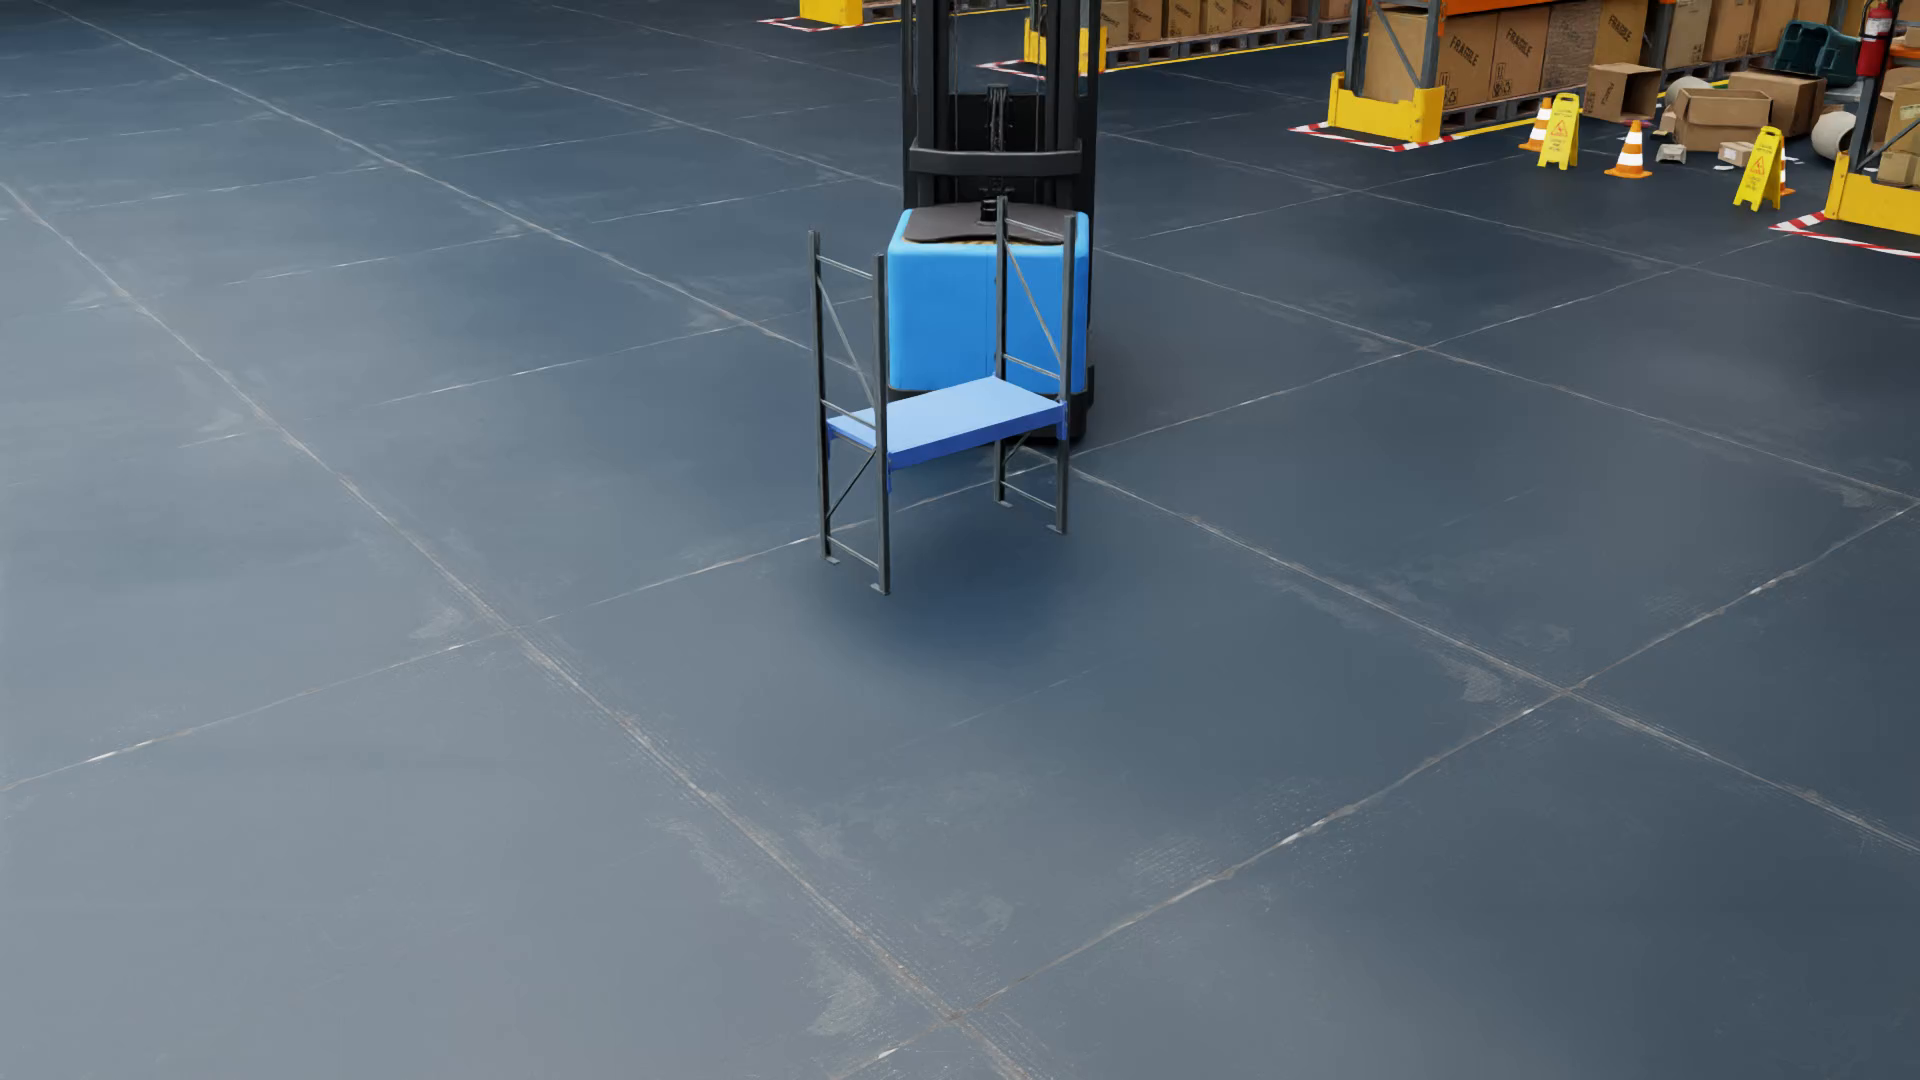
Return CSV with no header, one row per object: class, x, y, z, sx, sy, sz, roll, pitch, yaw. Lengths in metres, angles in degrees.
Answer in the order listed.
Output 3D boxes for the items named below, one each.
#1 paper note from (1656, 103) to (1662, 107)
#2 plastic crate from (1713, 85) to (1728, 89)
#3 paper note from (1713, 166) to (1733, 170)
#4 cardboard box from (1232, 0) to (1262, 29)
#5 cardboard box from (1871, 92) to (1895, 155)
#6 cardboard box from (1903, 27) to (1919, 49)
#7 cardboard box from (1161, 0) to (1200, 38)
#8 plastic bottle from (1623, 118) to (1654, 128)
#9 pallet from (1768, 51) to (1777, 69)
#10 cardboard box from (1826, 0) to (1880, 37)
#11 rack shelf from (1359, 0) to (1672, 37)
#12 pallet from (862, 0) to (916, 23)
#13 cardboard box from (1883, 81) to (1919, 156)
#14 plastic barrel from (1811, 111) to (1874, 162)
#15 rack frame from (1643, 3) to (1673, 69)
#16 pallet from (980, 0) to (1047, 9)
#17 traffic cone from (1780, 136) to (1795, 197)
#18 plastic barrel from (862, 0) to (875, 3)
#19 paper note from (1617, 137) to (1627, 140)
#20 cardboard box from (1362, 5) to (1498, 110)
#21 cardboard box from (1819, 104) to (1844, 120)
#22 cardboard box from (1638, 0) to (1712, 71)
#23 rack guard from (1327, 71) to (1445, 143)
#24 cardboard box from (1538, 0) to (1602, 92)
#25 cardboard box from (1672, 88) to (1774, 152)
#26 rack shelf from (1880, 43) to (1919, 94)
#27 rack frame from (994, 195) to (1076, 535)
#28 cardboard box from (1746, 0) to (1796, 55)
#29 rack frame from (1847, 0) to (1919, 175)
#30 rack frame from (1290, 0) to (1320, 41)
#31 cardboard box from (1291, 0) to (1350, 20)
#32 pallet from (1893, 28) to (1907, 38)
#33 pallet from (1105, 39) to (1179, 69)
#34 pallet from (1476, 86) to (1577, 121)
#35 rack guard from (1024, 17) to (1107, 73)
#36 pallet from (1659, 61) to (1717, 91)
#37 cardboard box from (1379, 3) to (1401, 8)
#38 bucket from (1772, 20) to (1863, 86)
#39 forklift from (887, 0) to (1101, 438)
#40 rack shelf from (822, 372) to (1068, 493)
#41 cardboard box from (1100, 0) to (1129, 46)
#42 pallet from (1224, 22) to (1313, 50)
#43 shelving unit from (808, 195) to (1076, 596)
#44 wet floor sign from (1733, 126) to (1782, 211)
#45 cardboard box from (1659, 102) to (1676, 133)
paper note,7.354,-4.607,17.605,0.147,0.020,0.142,5,25,11
plastic crate,7.996,-4.700,17.550,0.662,0.188,0.450,-3,15,-7
paper note,6.826,-3.334,14.862,0.148,0.019,0.142,15,29,29
cardboard box,3.558,-6.912,21.516,0.500,0.500,0.500,-9,26,-18
cardboard box,8.775,-3.854,15.423,0.500,0.500,0.500,1,25,2
cardboard box,7.473,-3.830,12.702,0.250,0.149,0.380,-17,30,-32
cardboard box,2.651,-6.595,20.832,0.500,0.500,0.500,-15,29,-29
plastic bottle,6.785,-4.156,16.598,0.283,0.061,0.133,15,29,29
pallet,9.805,-6.023,20.441,1.213,0.211,1.003,-18,31,-34
cardboard box,11.186,-6.623,20.893,0.500,0.500,0.500,-20,31,-36
rack shelf,5.750,-5.582,17.035,4.000,0.370,1.077,-18,31,-34
pallet,-1.188,-7.679,24.010,1.213,0.211,1.003,-18,31,-34
cardboard box,7.780,-3.354,13.254,0.500,0.500,0.500,-18,30,-34
plastic barrel,8.002,-3.645,15.066,0.421,0.421,0.512,1,25,2
rack frame,7.324,-6.428,18.003,0.127,3.000,1.000,-18,31,-34
pallet,0.733,-8.313,25.376,1.213,0.211,1.003,-18,31,-34
traffic cone,6.853,-3.164,13.983,0.334,0.463,0.336,-18,31,-34
plastic barrel,-1.390,-7.958,23.755,0.421,0.512,0.421,0,25,0
paper note,6.425,-3.876,16.032,0.142,0.017,0.144,-8,26,-16
cardboard box,4.669,-4.814,16.550,0.875,0.875,0.875,-18,30,-34
cardboard box,8.493,-4.074,16.178,0.258,0.266,0.396,5,25,11
cardboard box,7.757,-5.789,18.800,0.750,0.750,1.050,-18,31,-34
rack guard,4.158,-4.249,16.277,0.348,0.500,1.175,-18,31,-34
cardboard box,6.079,-5.279,17.552,0.875,0.875,0.875,-18,30,-34
cardboard box,7.130,-3.938,15.603,0.797,0.503,0.637,5,25,11
rack shelf,8.884,-3.969,13.558,4.000,0.370,1.077,-18,31,-34
rack frame,0.333,-0.790,7.636,0.032,1.500,0.500,-18,31,-34
cardboard box,9.251,-6.281,19.859,0.750,0.750,1.050,-18,30,-33
rack frame,7.310,-3.776,12.287,0.127,3.000,1.000,-18,31,-34
rack frame,4.343,-8.098,21.600,0.127,3.000,1.000,-18,31,-34
cardboard box,4.839,-7.316,22.362,0.500,0.500,0.700,-21,32,-38
pallet,12.047,-6.720,21.944,1.213,0.211,1.003,-18,31,-34
pallet,1.916,-6.013,20.420,1.213,0.211,1.003,-18,31,-34
pallet,5.717,-4.673,17.533,1.213,0.211,1.003,-18,31,-34
rack guard,1.255,-5.945,19.930,0.348,0.500,1.175,-18,31,-34
pallet,7.885,-5.389,19.076,1.213,0.211,1.003,-18,31,-34
cardboard box,5.666,-7.579,22.929,0.500,0.500,0.700,-21,32,-38
bucket,8.640,-4.834,16.650,0.620,0.611,0.726,2,23,-21
forklift,0.239,-2.446,9.504,1.130,2.935,3.031,2,25,4
rack shelf,-0.067,-0.495,7.427,1.000,0.185,0.538,-18,31,-34
cardboard box,1.697,-6.272,20.136,0.500,0.500,0.500,-12,28,-25
pallet,3.836,-6.647,21.786,1.213,0.211,1.003,-18,31,-34
shelving unit,-0.067,-0.658,7.351,1.048,1.500,0.538,-18,31,-34
wet floor sign,6.501,-3.013,13.440,0.232,0.644,0.267,-8,26,-16
cardboard box,7.108,-4.132,16.302,0.258,0.266,0.396,-13,28,-25
